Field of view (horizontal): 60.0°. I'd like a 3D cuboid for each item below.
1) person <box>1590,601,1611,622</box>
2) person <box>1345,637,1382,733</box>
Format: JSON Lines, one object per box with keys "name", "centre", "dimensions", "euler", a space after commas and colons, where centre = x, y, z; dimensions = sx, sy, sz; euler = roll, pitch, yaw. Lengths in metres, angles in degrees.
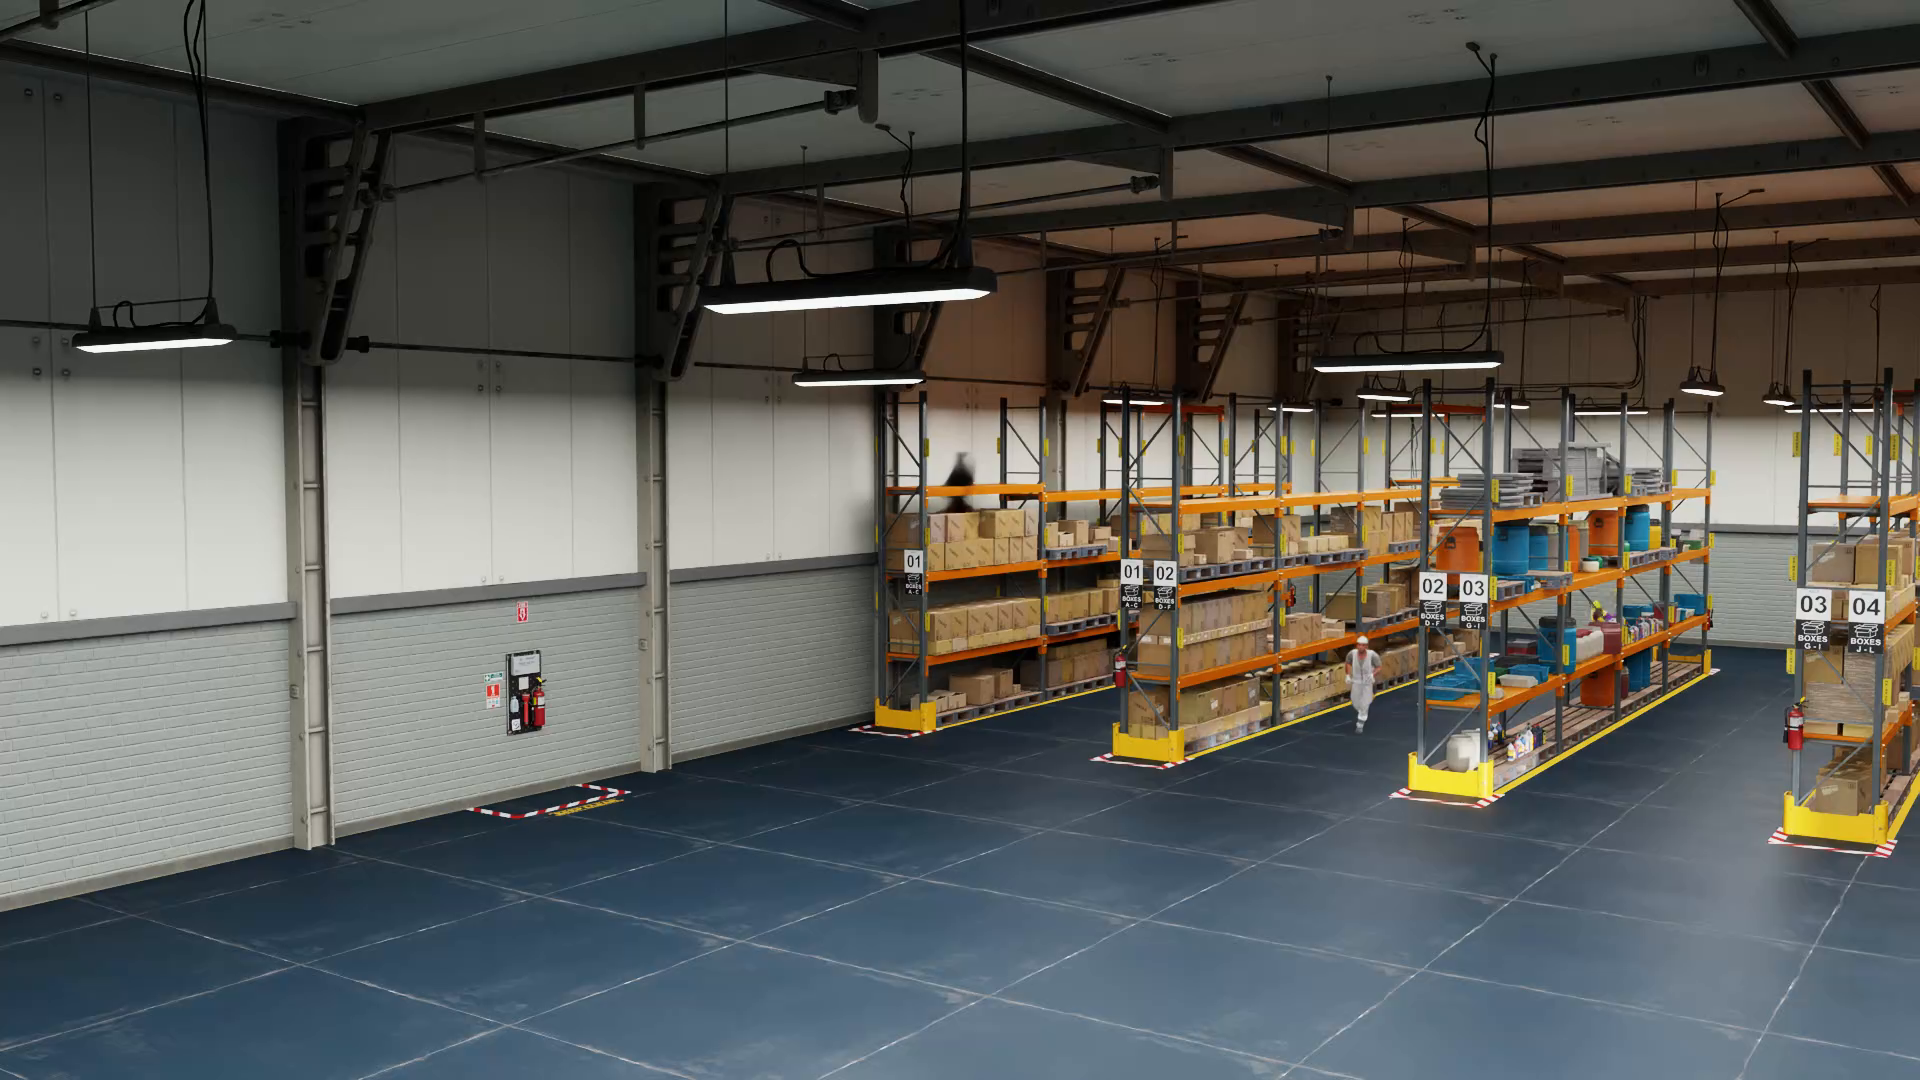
{"name": "person", "centre": [14.483, 2.112, 37.518], "dimensions": [1.118, 1.530, 0.720], "euler": [-3, 4, -39]}
{"name": "person", "centre": [7.079, 2.526, 29.200], "dimensions": [0.628, 1.709, 0.717], "euler": [1, 3, 14]}
